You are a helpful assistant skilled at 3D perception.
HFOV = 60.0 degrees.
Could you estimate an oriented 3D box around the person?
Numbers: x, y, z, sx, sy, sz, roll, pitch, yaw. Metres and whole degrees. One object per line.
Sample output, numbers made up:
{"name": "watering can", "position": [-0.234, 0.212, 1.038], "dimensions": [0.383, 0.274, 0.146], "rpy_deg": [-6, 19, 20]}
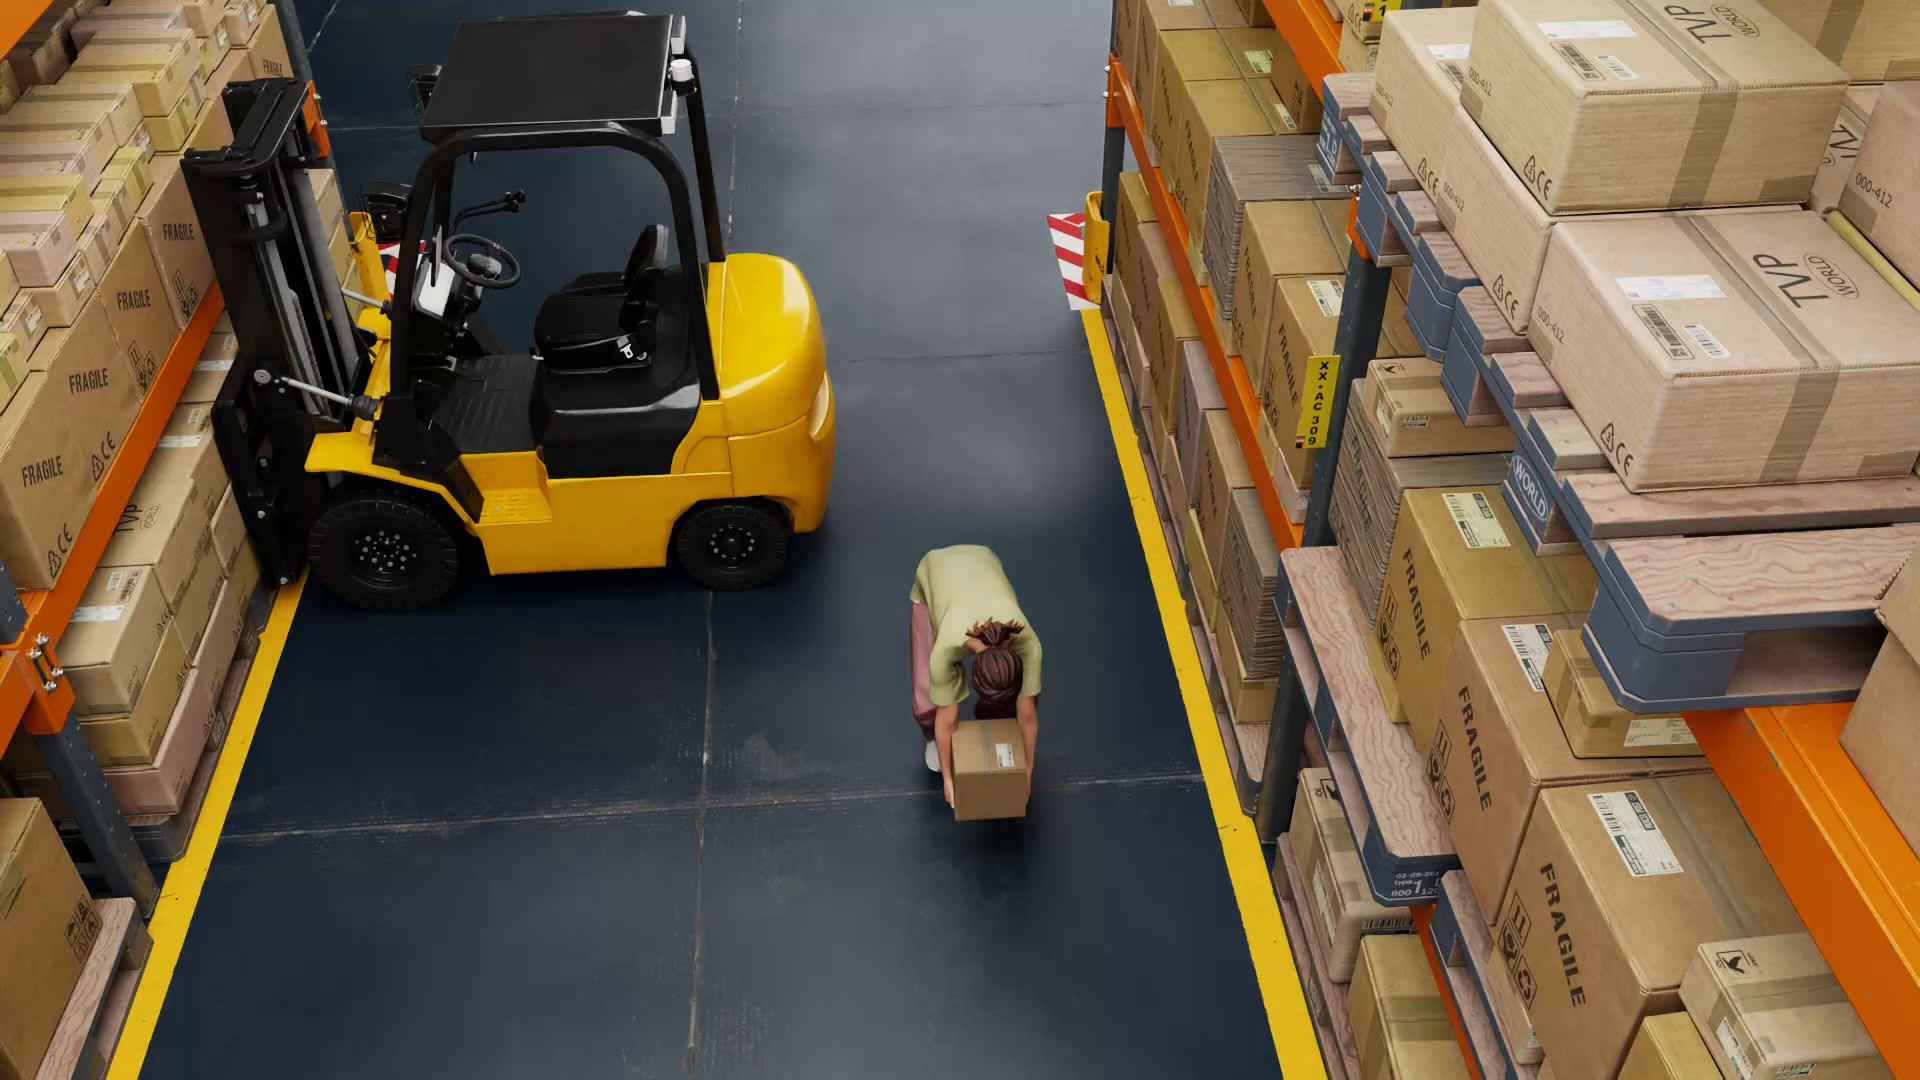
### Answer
{"name": "person", "position": [0.057, 0.527, 6.056], "dimensions": [0.471, 0.987, 0.868], "rpy_deg": [-6, 40, -8]}
